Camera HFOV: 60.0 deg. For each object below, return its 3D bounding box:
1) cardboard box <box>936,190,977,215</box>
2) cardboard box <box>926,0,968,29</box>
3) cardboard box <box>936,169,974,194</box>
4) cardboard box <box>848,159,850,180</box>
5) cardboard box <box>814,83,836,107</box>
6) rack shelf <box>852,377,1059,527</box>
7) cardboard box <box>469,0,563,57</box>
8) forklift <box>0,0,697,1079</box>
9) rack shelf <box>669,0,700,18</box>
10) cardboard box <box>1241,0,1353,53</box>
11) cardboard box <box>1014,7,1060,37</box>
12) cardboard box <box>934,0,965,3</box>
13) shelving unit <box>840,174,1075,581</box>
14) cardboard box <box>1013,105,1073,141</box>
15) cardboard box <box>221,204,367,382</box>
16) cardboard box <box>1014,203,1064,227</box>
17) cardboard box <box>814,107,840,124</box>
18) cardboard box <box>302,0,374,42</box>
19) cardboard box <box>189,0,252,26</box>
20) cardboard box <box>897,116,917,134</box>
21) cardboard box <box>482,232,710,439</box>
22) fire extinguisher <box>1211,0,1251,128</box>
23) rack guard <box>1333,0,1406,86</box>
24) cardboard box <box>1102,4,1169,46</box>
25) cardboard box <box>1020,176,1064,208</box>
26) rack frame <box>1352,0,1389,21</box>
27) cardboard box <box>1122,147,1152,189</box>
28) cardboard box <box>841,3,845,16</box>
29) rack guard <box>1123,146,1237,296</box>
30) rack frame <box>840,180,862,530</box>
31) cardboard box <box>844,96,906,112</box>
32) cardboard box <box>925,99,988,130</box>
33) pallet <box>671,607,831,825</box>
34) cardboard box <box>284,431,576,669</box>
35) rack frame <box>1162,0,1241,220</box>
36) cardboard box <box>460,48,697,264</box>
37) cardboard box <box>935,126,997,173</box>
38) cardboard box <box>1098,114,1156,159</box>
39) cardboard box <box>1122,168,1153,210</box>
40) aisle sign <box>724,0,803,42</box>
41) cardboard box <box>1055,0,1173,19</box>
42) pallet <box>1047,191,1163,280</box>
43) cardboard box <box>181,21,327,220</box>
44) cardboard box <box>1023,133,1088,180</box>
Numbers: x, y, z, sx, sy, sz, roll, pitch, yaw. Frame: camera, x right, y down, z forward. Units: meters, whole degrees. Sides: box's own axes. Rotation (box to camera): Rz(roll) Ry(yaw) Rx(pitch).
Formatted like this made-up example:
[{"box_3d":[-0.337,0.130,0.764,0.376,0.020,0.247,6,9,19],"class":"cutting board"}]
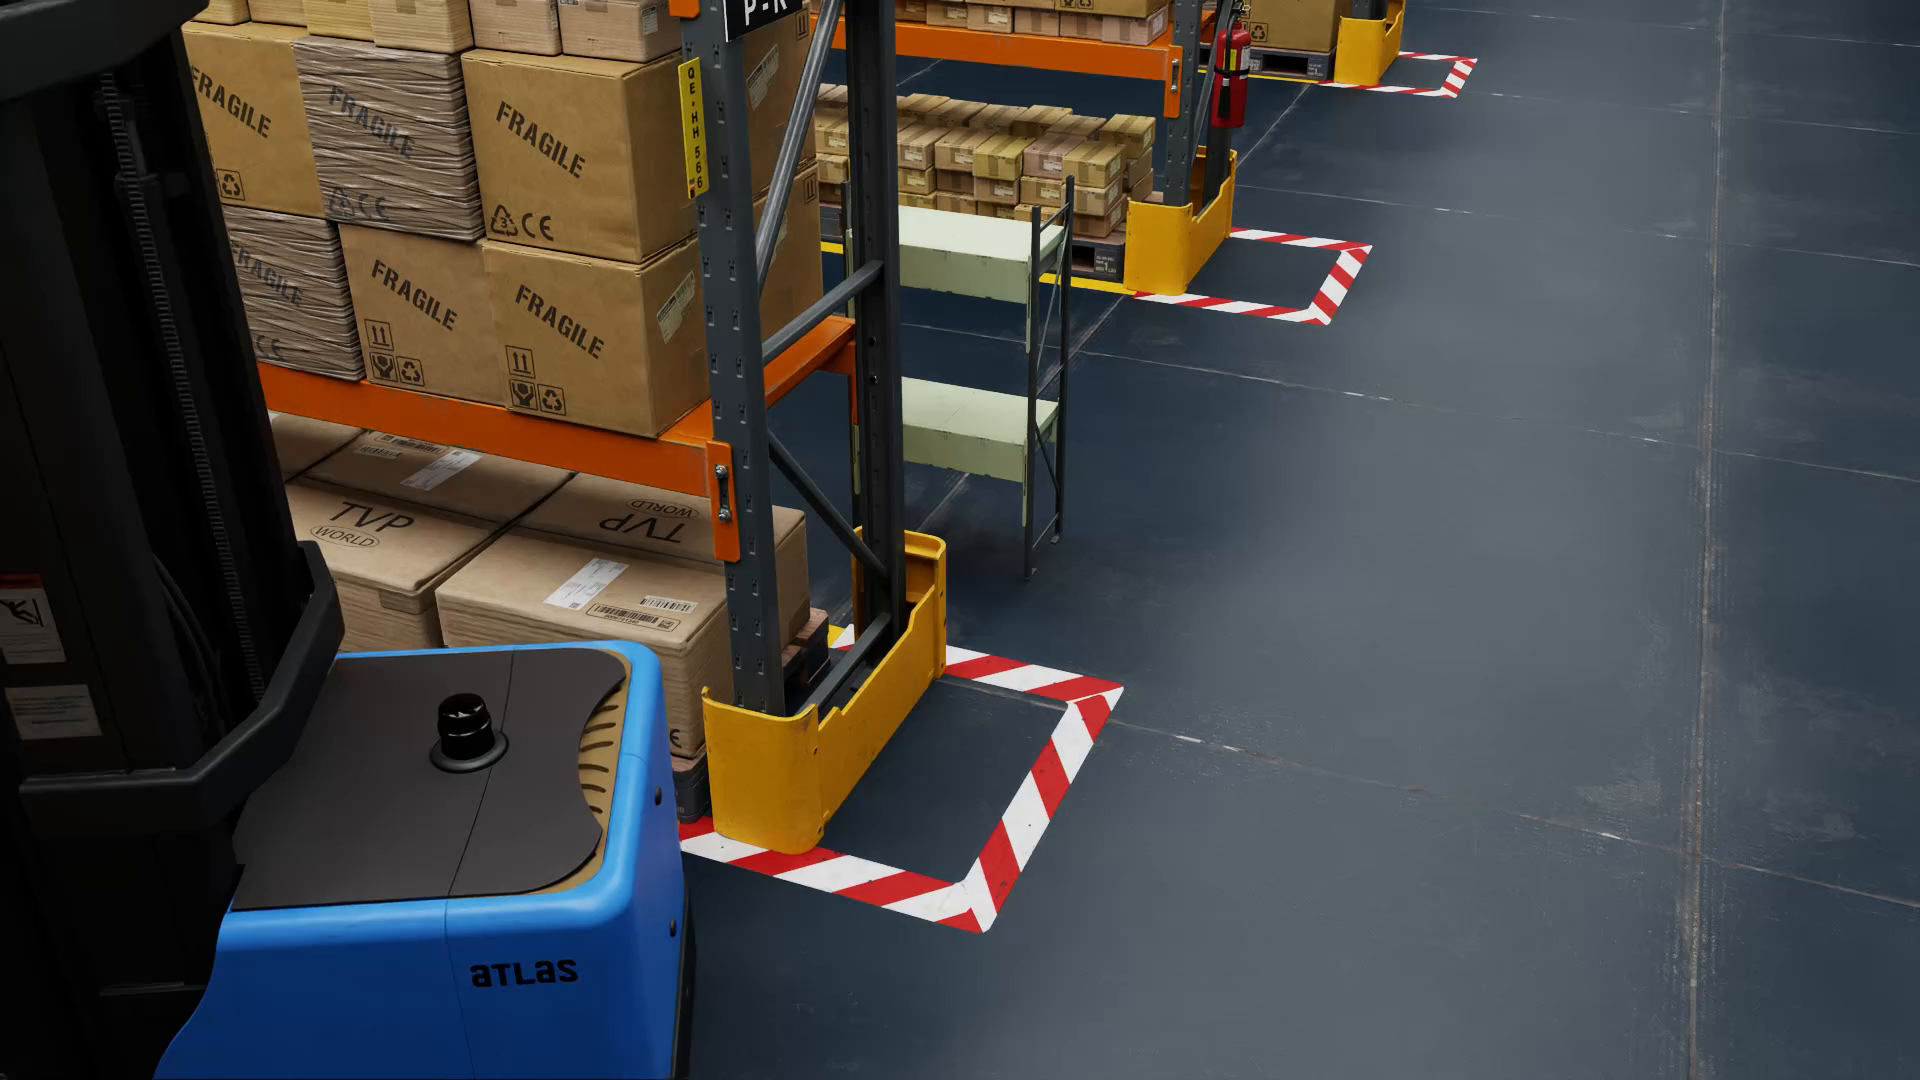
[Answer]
[{"box_3d":[0.048,-1.990,9.692,0.250,0.149,0.380,12,31,20],"class":"cardboard box"},{"box_3d":[-0.004,-2.940,9.158,0.250,0.149,0.380,10,31,17],"class":"cardboard box"},{"box_3d":[0.048,-2.147,9.668,0.250,0.149,0.380,11,31,19],"class":"cardboard box"},{"box_3d":[-0.457,-2.196,9.755,0.250,0.149,0.380,13,32,22],"class":"cardboard box"},{"box_3d":[-0.960,-2.746,10.426,0.250,0.149,0.380,10,31,17],"class":"cardboard box"},{"box_3d":[-0.006,-0.370,6.544,0.720,0.370,0.431,11,31,19],"class":"rack shelf"},{"box_3d":[-1.082,-1.413,4.424,0.250,0.149,0.380,12,32,20],"class":"cardboard box"},{"box_3d":[-2.198,0.200,3.417,3.031,2.935,1.130,-3,30,-4],"class":"forklift"},{"box_3d":[-2.284,-2.003,4.929,4.000,0.370,1.077,11,31,19],"class":"rack shelf"},{"box_3d":[2.673,-4.499,13.394,0.875,0.875,0.875,11,31,19],"class":"cardboard box"},{"box_3d":[0.474,-2.841,8.983,0.250,0.149,0.380,11,31,19],"class":"cardboard box"},{"box_3d":[-0.125,-3.242,9.034,0.500,0.500,0.500,11,31,19],"class":"cardboard box"},{"box_3d":[-0.006,-0.654,6.383,0.755,1.500,0.431,11,31,19],"class":"shelving unit"},{"box_3d":[0.493,-2.470,9.938,0.250,0.149,0.380,11,31,19],"class":"cardboard box"},{"box_3d":[-1.916,-0.843,5.092,0.500,0.500,0.500,12,32,21],"class":"cardboard box"},{"box_3d":[0.495,-1.862,9.466,0.250,0.149,0.380,12,32,21],"class":"cardboard box"},{"box_3d":[-0.903,-2.462,9.923,0.250,0.149,0.380,10,31,17],"class":"cardboard box"},{"box_3d":[-1.571,-1.488,4.557,0.250,0.149,0.380,12,32,20],"class":"cardboard box"},{"box_3d":[-2.041,-1.588,4.734,0.250,0.149,0.380,12,32,20],"class":"cardboard box"},{"box_3d":[-0.436,-2.363,9.747,0.250,0.149,0.380,10,31,17],"class":"cardboard box"},{"box_3d":[-0.977,-0.653,4.755,0.500,0.500,0.500,11,31,19],"class":"cardboard box"},{"box_3d":[1.397,-2.463,8.517,0.183,0.674,0.296,11,31,19],"class":"fire extinguisher"},{"box_3d":[3.318,-4.067,13.437,0.348,0.500,1.175,11,31,19],"class":"rack guard"},{"box_3d":[0.929,-2.738,8.802,0.250,0.149,0.380,11,31,19],"class":"cardboard box"},{"box_3d":[0.519,-2.028,9.458,0.250,0.149,0.380,11,31,18],"class":"cardboard box"},{"box_3d":[3.296,-5.159,12.829,0.127,3.000,1.000,11,31,19],"class":"rack frame"},{"box_3d":[0.948,-2.202,9.765,0.250,0.149,0.380,13,32,21],"class":"cardboard box"},{"box_3d":[-0.484,-3.059,9.368,0.250,0.149,0.380,12,32,20],"class":"cardboard box"},{"box_3d":[1.267,-1.842,9.501,0.348,0.500,1.175,11,31,19],"class":"rack guard"},{"box_3d":[-0.345,-0.722,6.503,0.023,1.500,0.400,11,31,19],"class":"rack frame"},{"box_3d":[-0.516,-2.606,10.178,0.250,0.149,0.380,11,31,19],"class":"cardboard box"},{"box_3d":[-0.021,-2.534,10.050,0.250,0.149,0.380,13,32,21],"class":"cardboard box"},{"box_3d":[-1.201,0.461,5.720,1.213,0.211,1.003,11,31,19],"class":"pallet"},{"box_3d":[-1.931,0.050,5.790,0.875,0.438,0.875,12,32,20],"class":"cardboard box"},{"box_3d":[1.337,-2.916,8.861,0.127,3.000,1.000,11,31,19],"class":"rack frame"},{"box_3d":[-0.967,-1.100,4.530,0.500,0.500,0.500,12,32,21],"class":"cardboard box"},{"box_3d":[0.036,-2.239,9.529,0.250,0.149,0.380,10,31,17],"class":"cardboard box"},{"box_3d":[0.979,-2.369,9.759,0.250,0.149,0.380,10,31,17],"class":"cardboard box"},{"box_3d":[0.972,-2.101,9.889,0.250,0.149,0.380,12,32,20],"class":"cardboard box"},{"box_3d":[-0.480,-1.618,3.922,0.004,0.787,0.394,11,31,19],"class":"aisle sign"},{"box_3d":[0.824,-3.055,8.703,0.500,0.500,0.500,12,32,20],"class":"cardboard box"},{"box_3d":[0.527,-1.883,9.867,1.213,0.211,1.003,11,31,19],"class":"pallet"},{"box_3d":[-1.919,-1.276,4.842,0.500,0.500,0.500,11,31,19],"class":"cardboard box"},{"box_3d":[0.540,-2.172,9.410,0.250,0.149,0.380,12,32,20],"class":"cardboard box"}]
